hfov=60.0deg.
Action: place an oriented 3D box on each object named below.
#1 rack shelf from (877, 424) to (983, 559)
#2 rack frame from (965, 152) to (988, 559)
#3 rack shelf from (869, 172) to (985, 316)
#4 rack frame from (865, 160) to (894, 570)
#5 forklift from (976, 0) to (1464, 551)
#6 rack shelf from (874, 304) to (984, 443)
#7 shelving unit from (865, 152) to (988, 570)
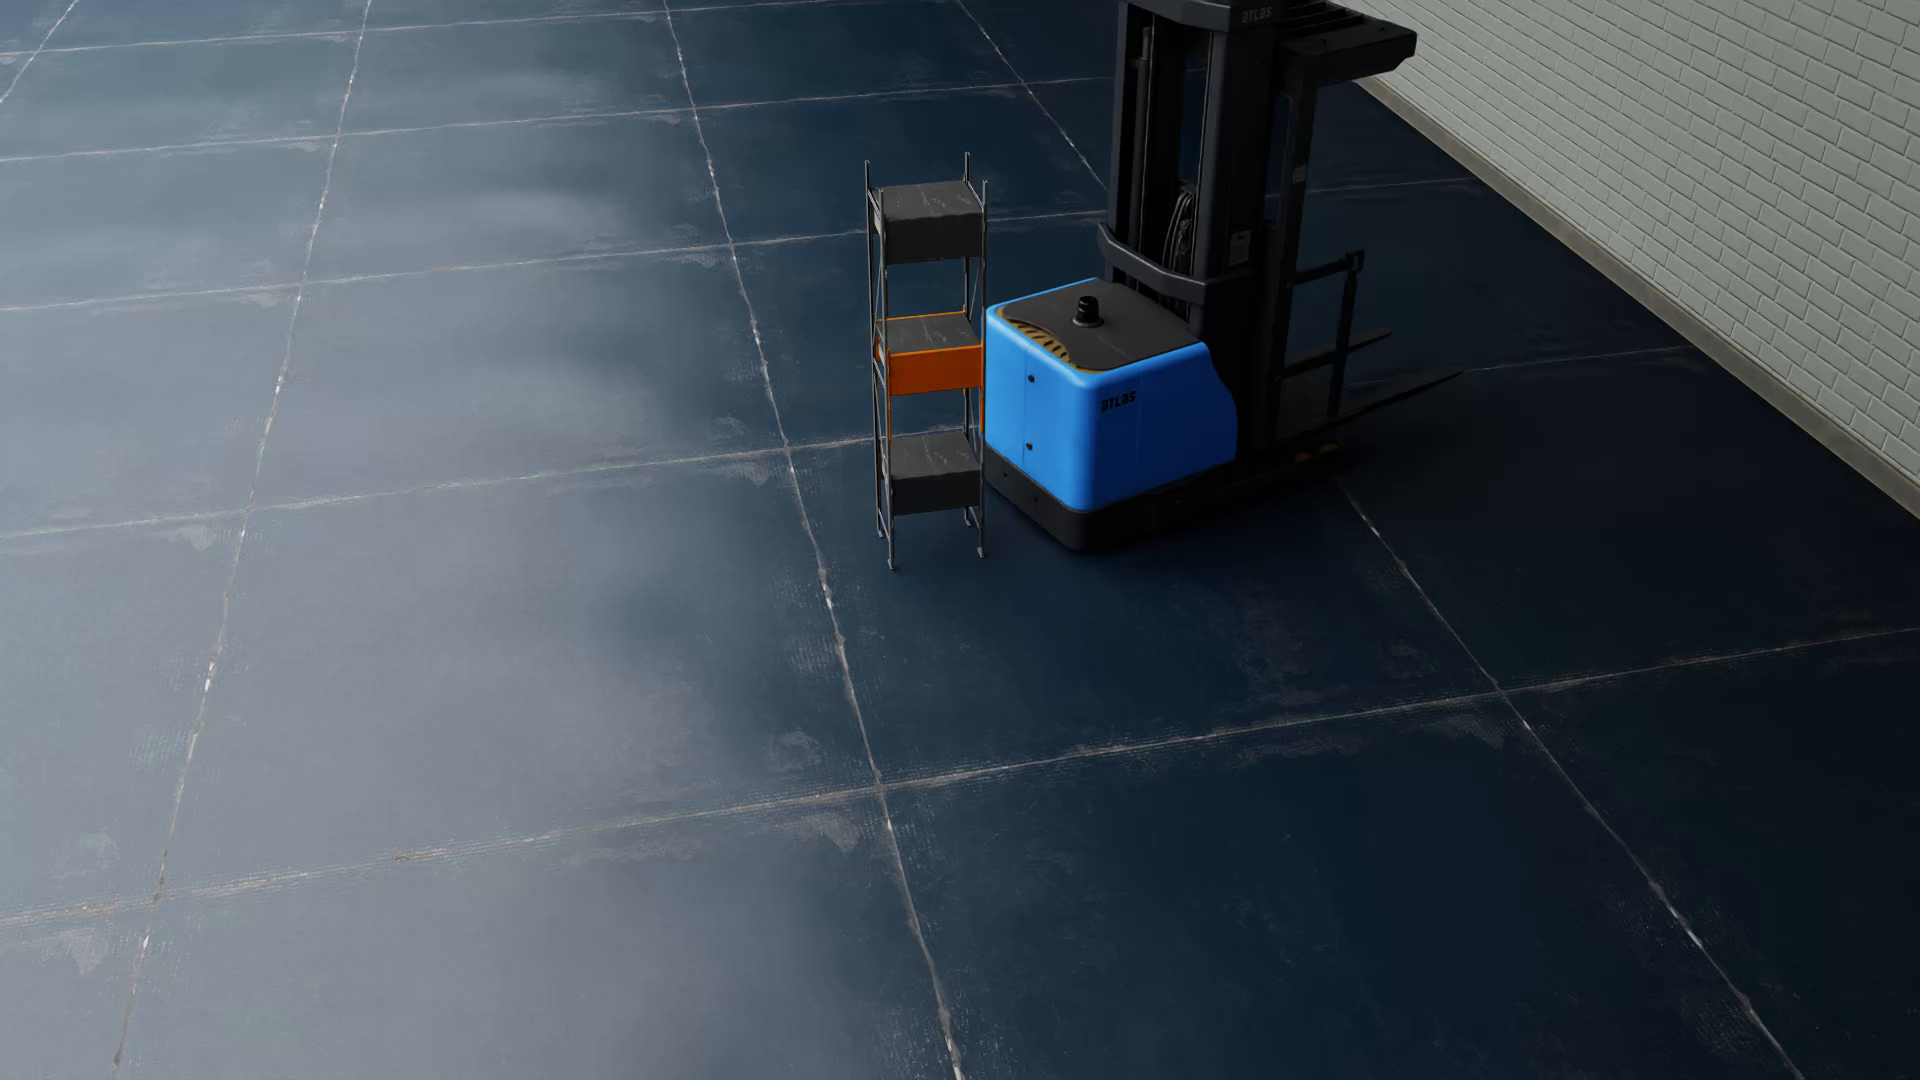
[{"bbox_3d":[-0.161,-0.259,8.755,0.480,0.518,0.431,-7,35,-11],"label":"rack shelf"},{"bbox_3d":[0.077,-0.882,8.402,0.015,2.100,0.400,-7,35,-11],"label":"rack frame"},{"bbox_3d":[-0.161,-1.421,7.975,0.480,0.518,0.431,-7,35,-11],"label":"rack shelf"},{"bbox_3d":[-0.399,-0.822,8.313,0.015,2.100,0.400,-7,35,-11],"label":"rack frame"},{"bbox_3d":[1.611,-1.776,8.989,3.031,2.935,1.130,-19,38,-26],"label":"forklift"},{"bbox_3d":[-0.161,-0.840,8.365,0.480,0.518,0.431,-7,35,-11],"label":"rack shelf"},{"bbox_3d":[-0.161,-0.852,8.358,0.503,2.100,0.431,-7,35,-11],"label":"shelving unit"}]
